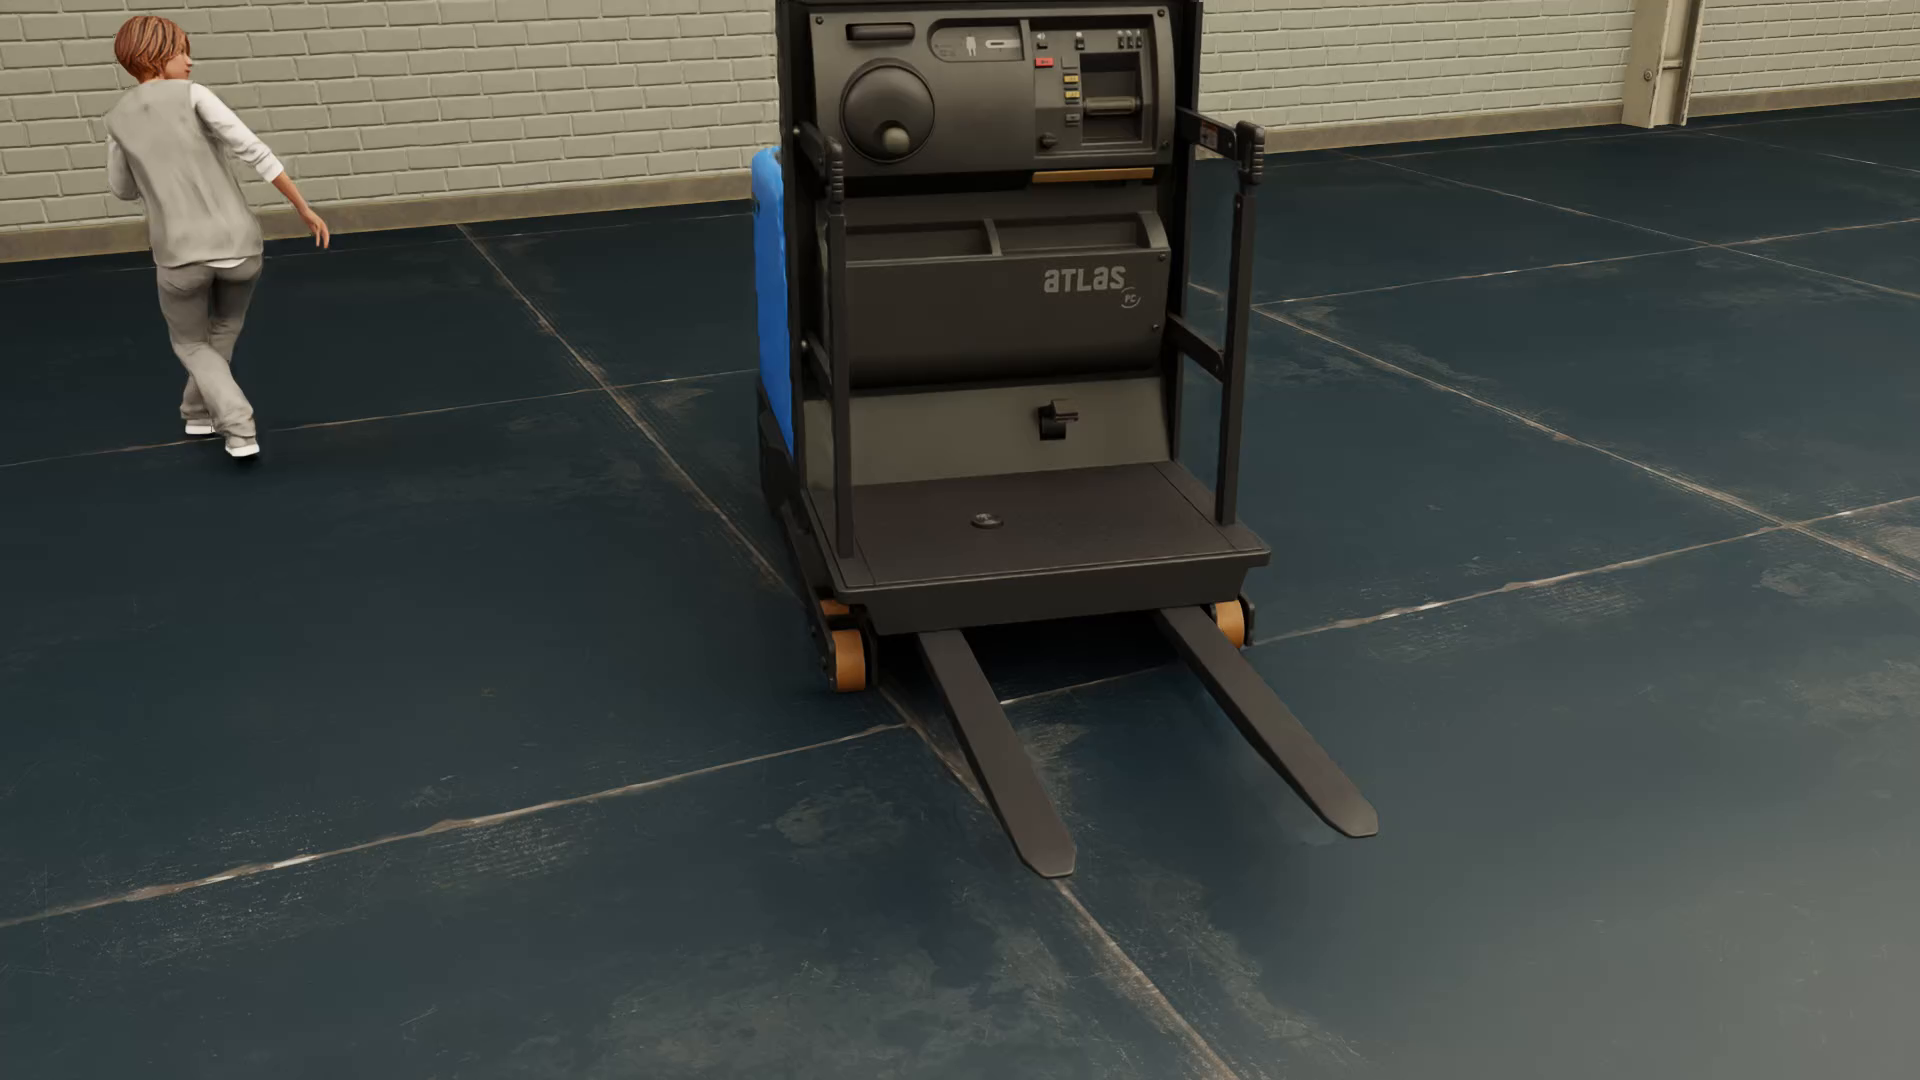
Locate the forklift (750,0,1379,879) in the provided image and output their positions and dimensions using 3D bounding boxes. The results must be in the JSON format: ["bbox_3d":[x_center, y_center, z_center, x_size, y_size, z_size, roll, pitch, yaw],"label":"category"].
[{"bbox_3d":[0.139,-1.126,3.995,1.130,2.935,3.031,-5,23,-12],"label":"forklift"}]

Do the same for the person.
[{"bbox_3d":[-2.518,-1.026,5.703,0.676,1.478,0.755,-8,24,-18],"label":"person"}]
